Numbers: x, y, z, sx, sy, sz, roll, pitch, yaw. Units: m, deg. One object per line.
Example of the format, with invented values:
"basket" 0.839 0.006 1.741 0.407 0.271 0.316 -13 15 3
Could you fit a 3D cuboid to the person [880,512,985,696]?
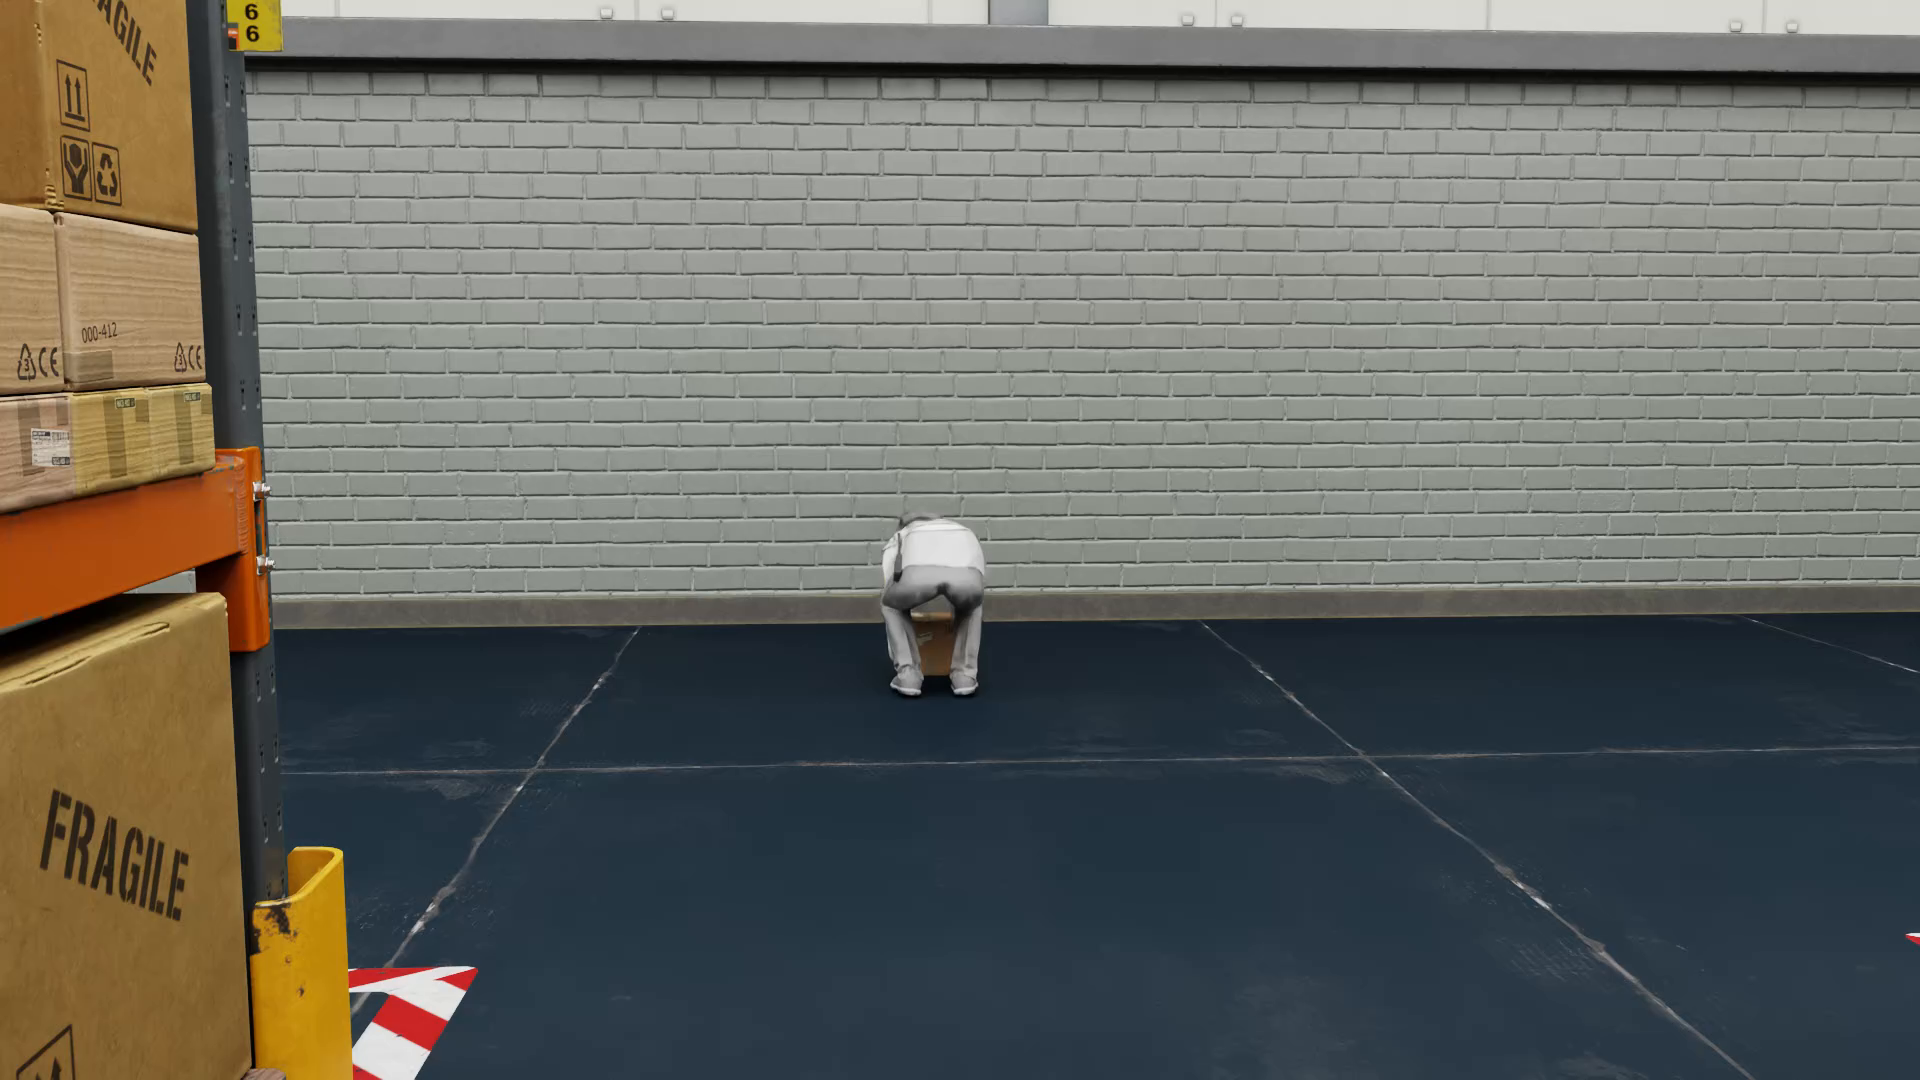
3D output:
"person" -0.123 0.279 7.323 0.458 0.760 0.914 -1 7 -5
